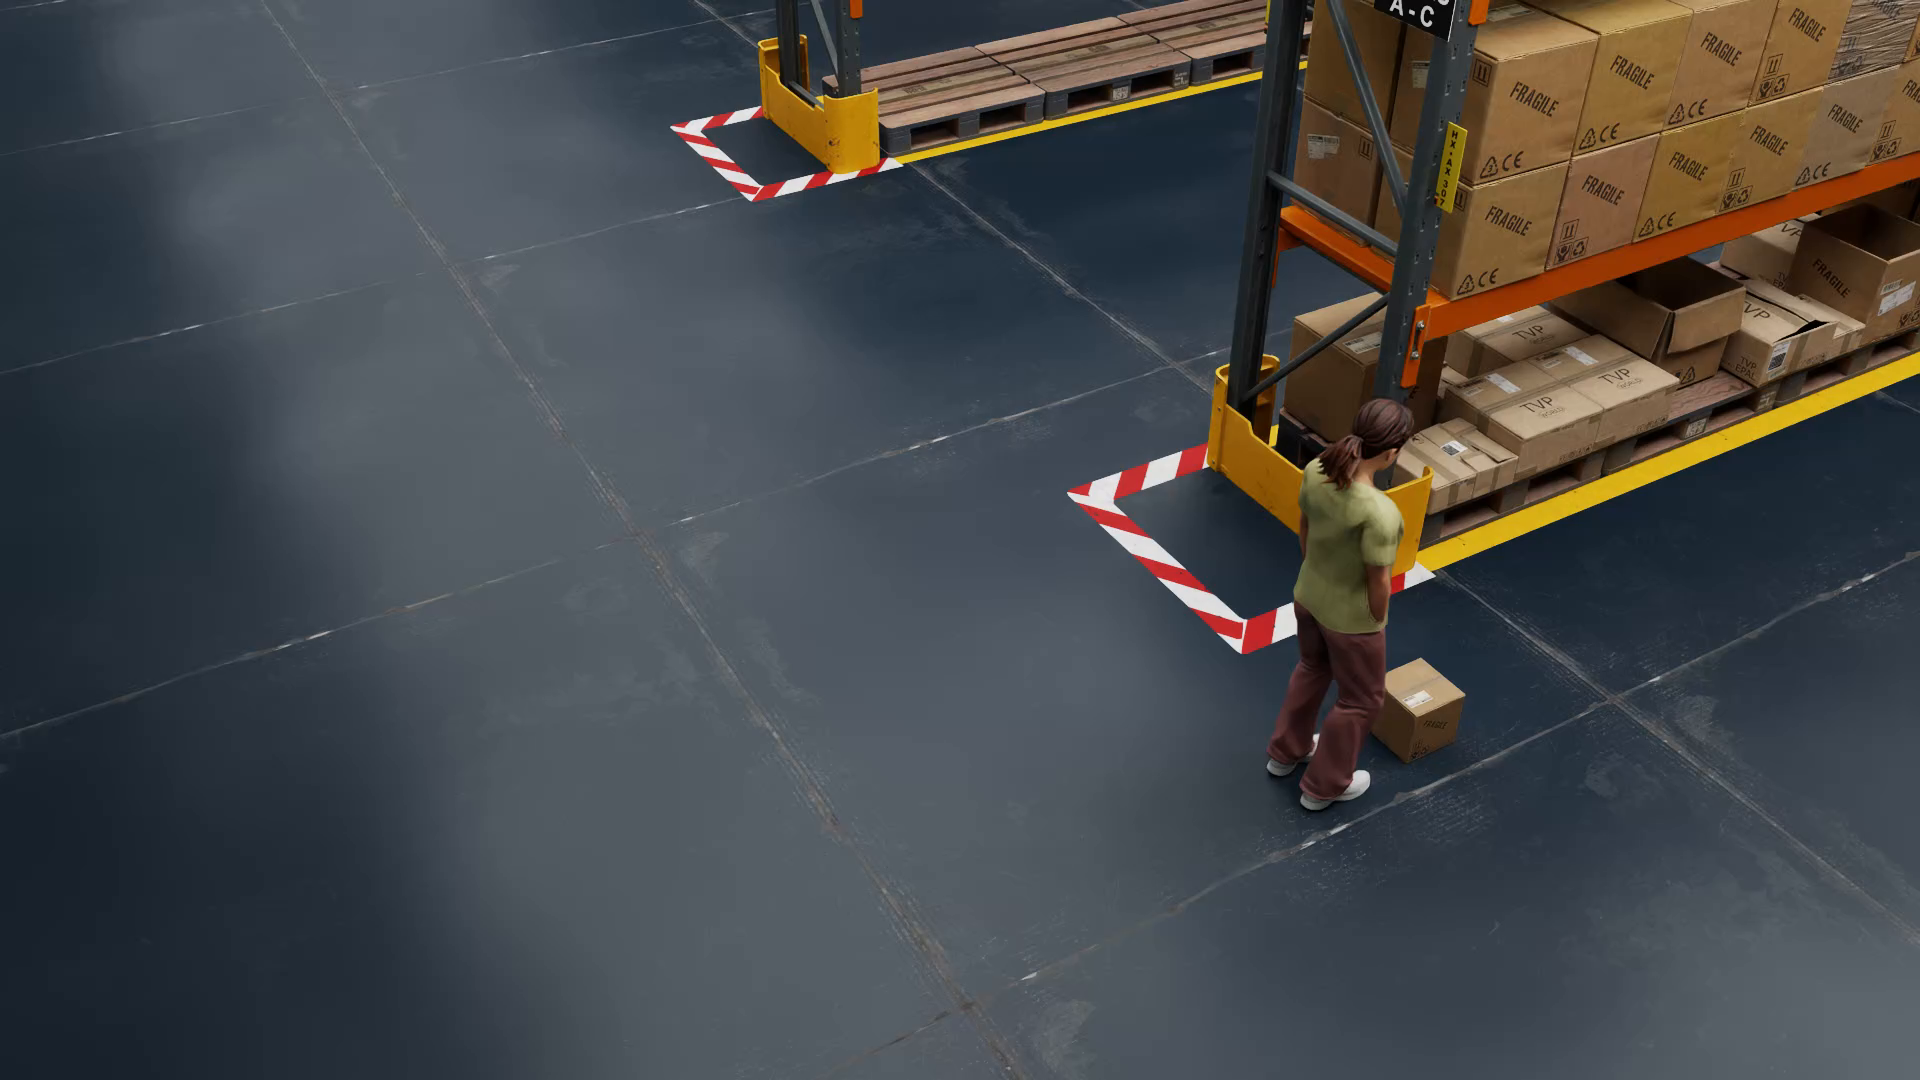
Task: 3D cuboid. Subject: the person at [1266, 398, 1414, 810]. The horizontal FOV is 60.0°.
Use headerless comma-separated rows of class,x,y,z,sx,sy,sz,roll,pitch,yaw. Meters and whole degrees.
person,1.332,0.234,5.858,0.348,1.662,0.455,-18,41,-23
